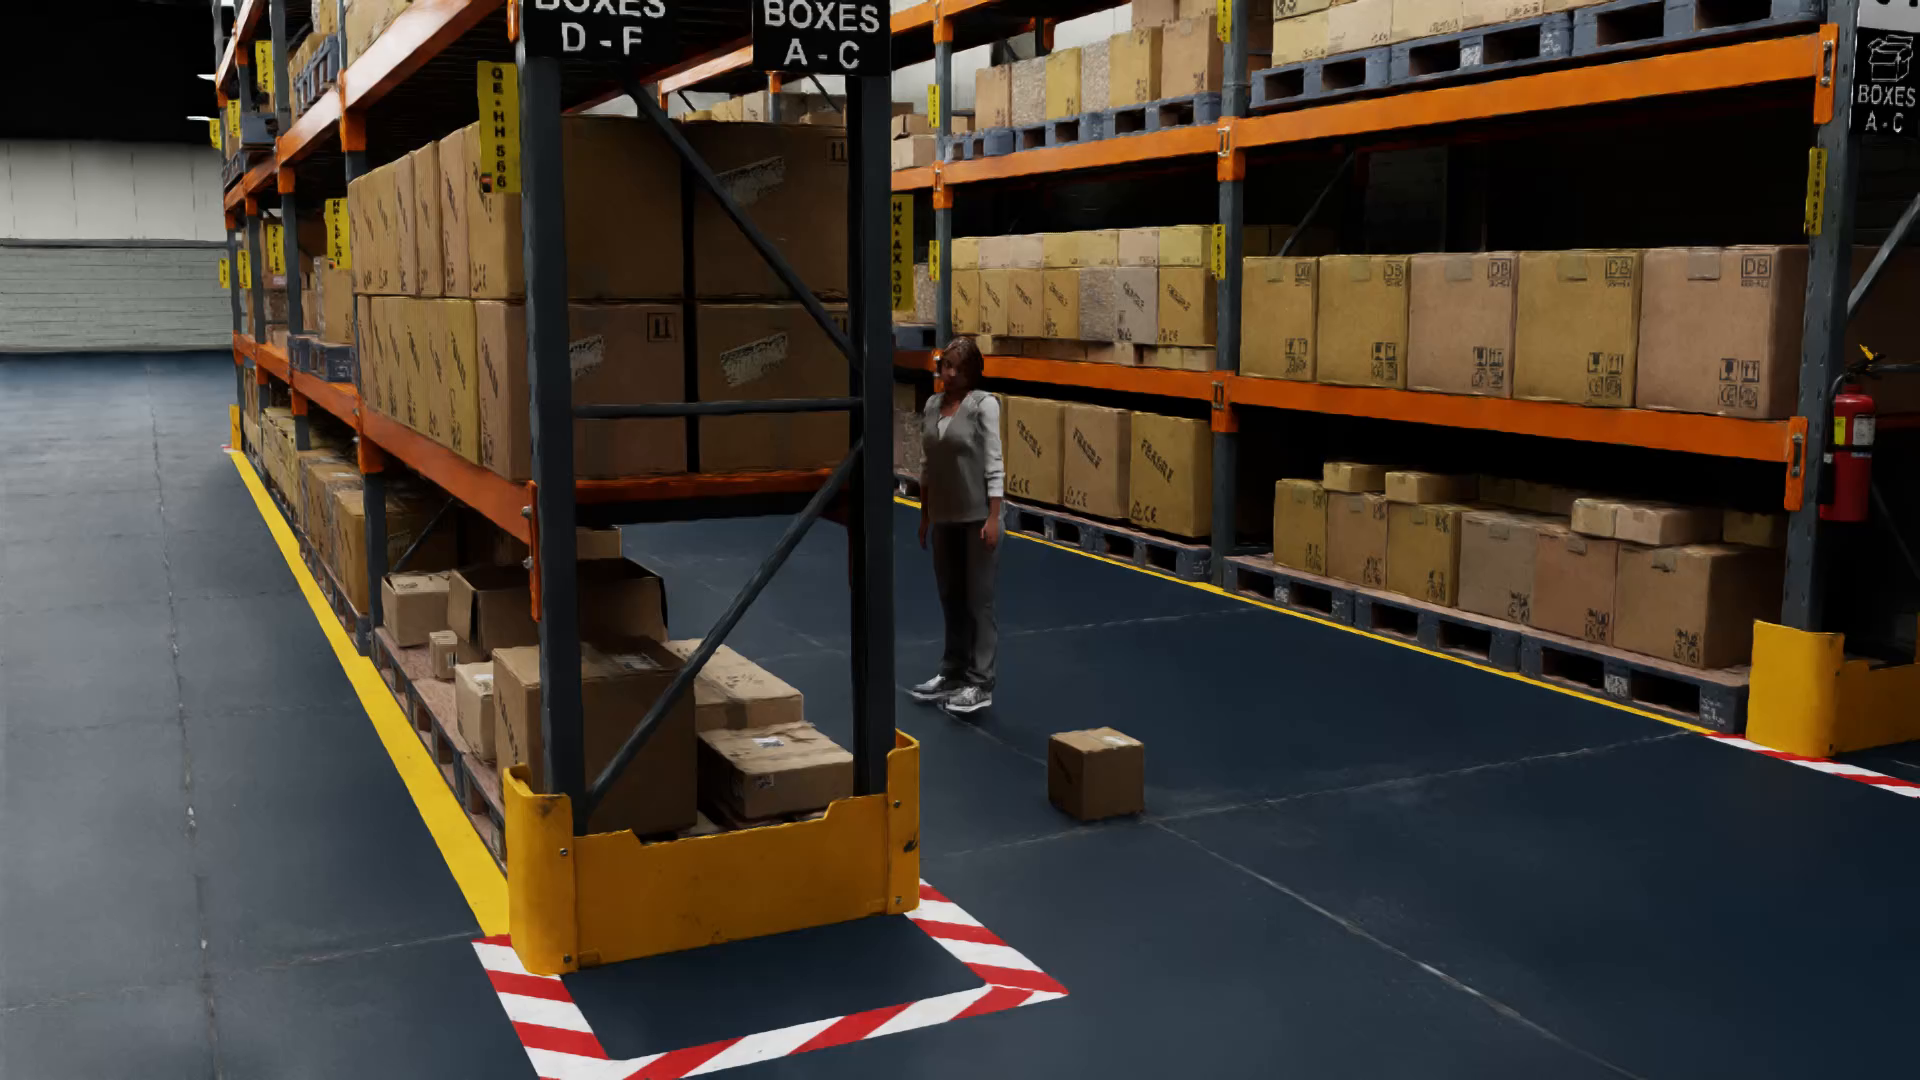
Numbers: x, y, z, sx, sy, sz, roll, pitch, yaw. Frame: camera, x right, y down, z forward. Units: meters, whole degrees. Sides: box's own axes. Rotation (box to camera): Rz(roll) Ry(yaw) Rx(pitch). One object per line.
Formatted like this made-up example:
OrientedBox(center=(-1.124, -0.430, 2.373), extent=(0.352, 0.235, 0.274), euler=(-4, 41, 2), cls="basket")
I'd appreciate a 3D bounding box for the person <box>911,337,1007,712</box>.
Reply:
OrientedBox(center=(-0.018, -0.067, 7.149), extent=(0.489, 1.603, 0.421), euler=(7, 11, 38), cls="person")
